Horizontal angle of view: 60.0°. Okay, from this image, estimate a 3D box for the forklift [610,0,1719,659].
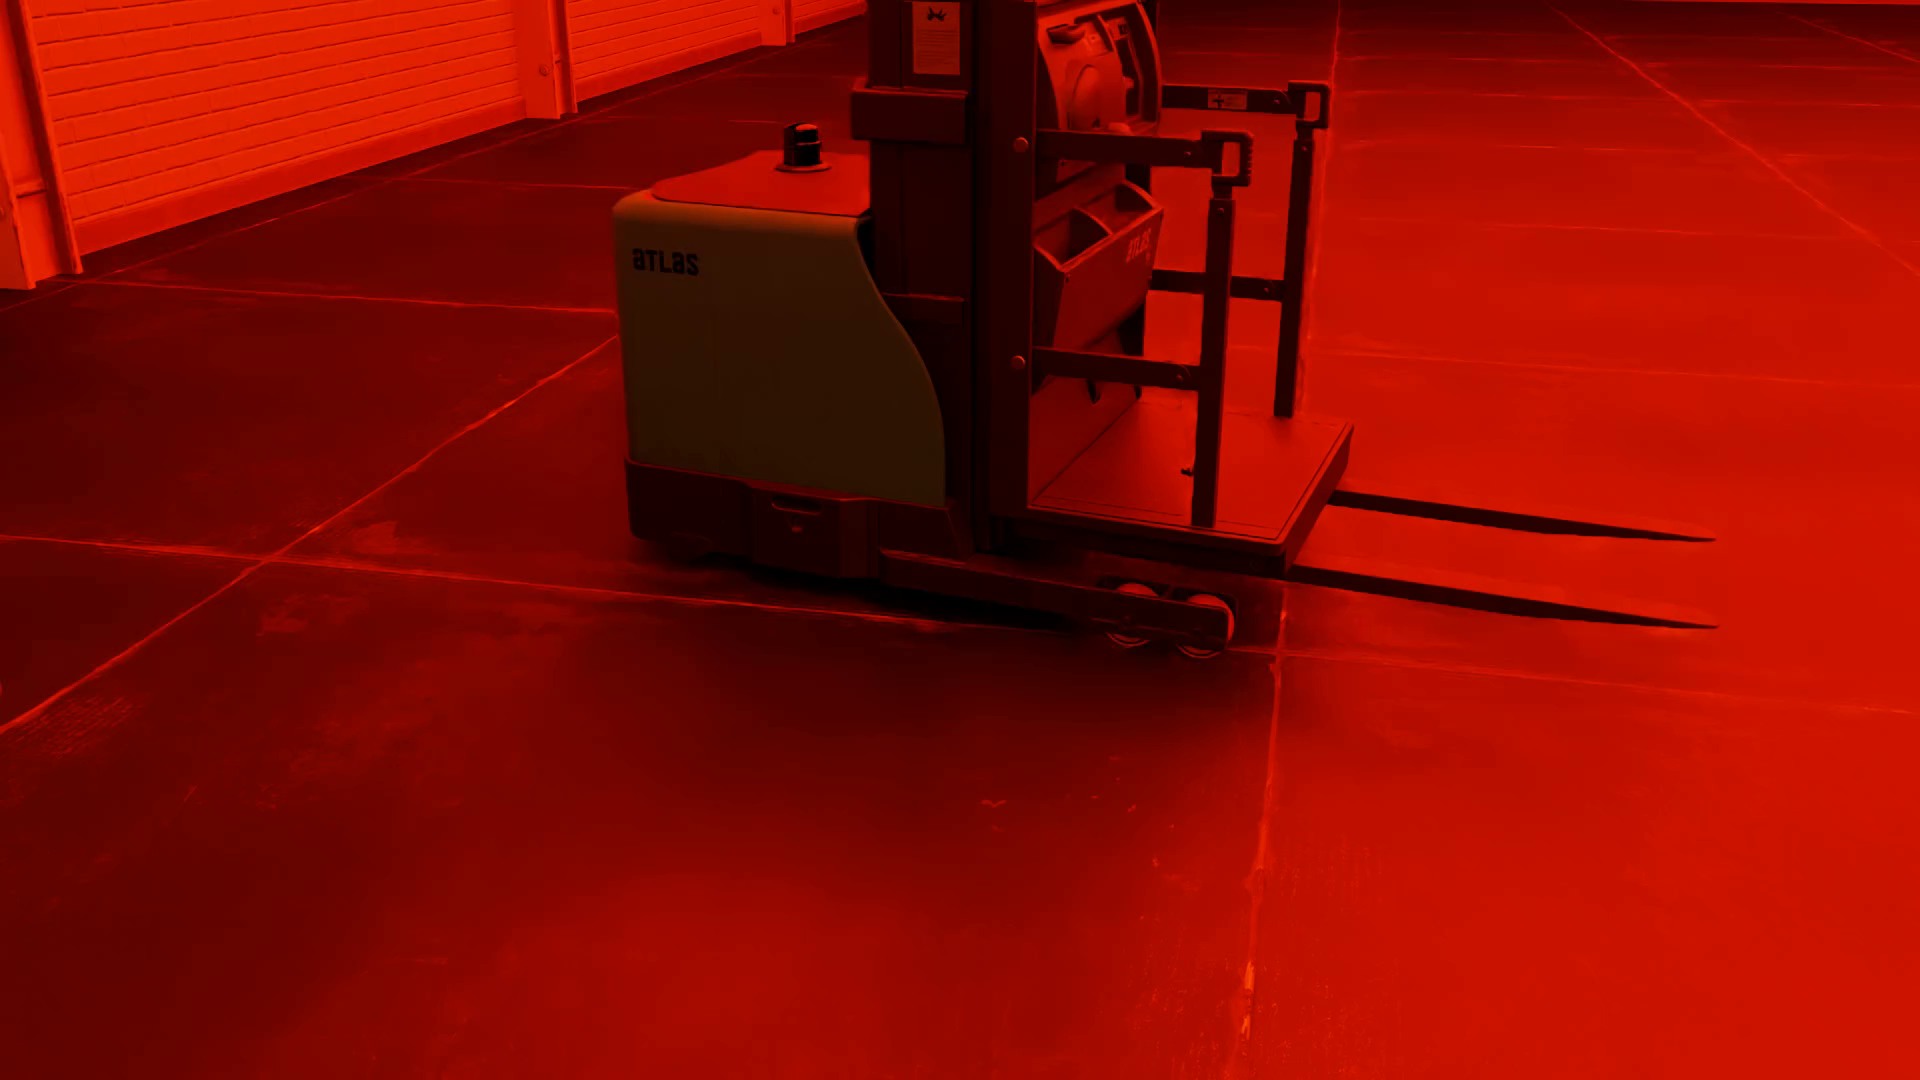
[{"bbox_3d":[0.567,-1.272,4.386,3.031,2.935,1.130,9,24,20],"label":"forklift"}]
